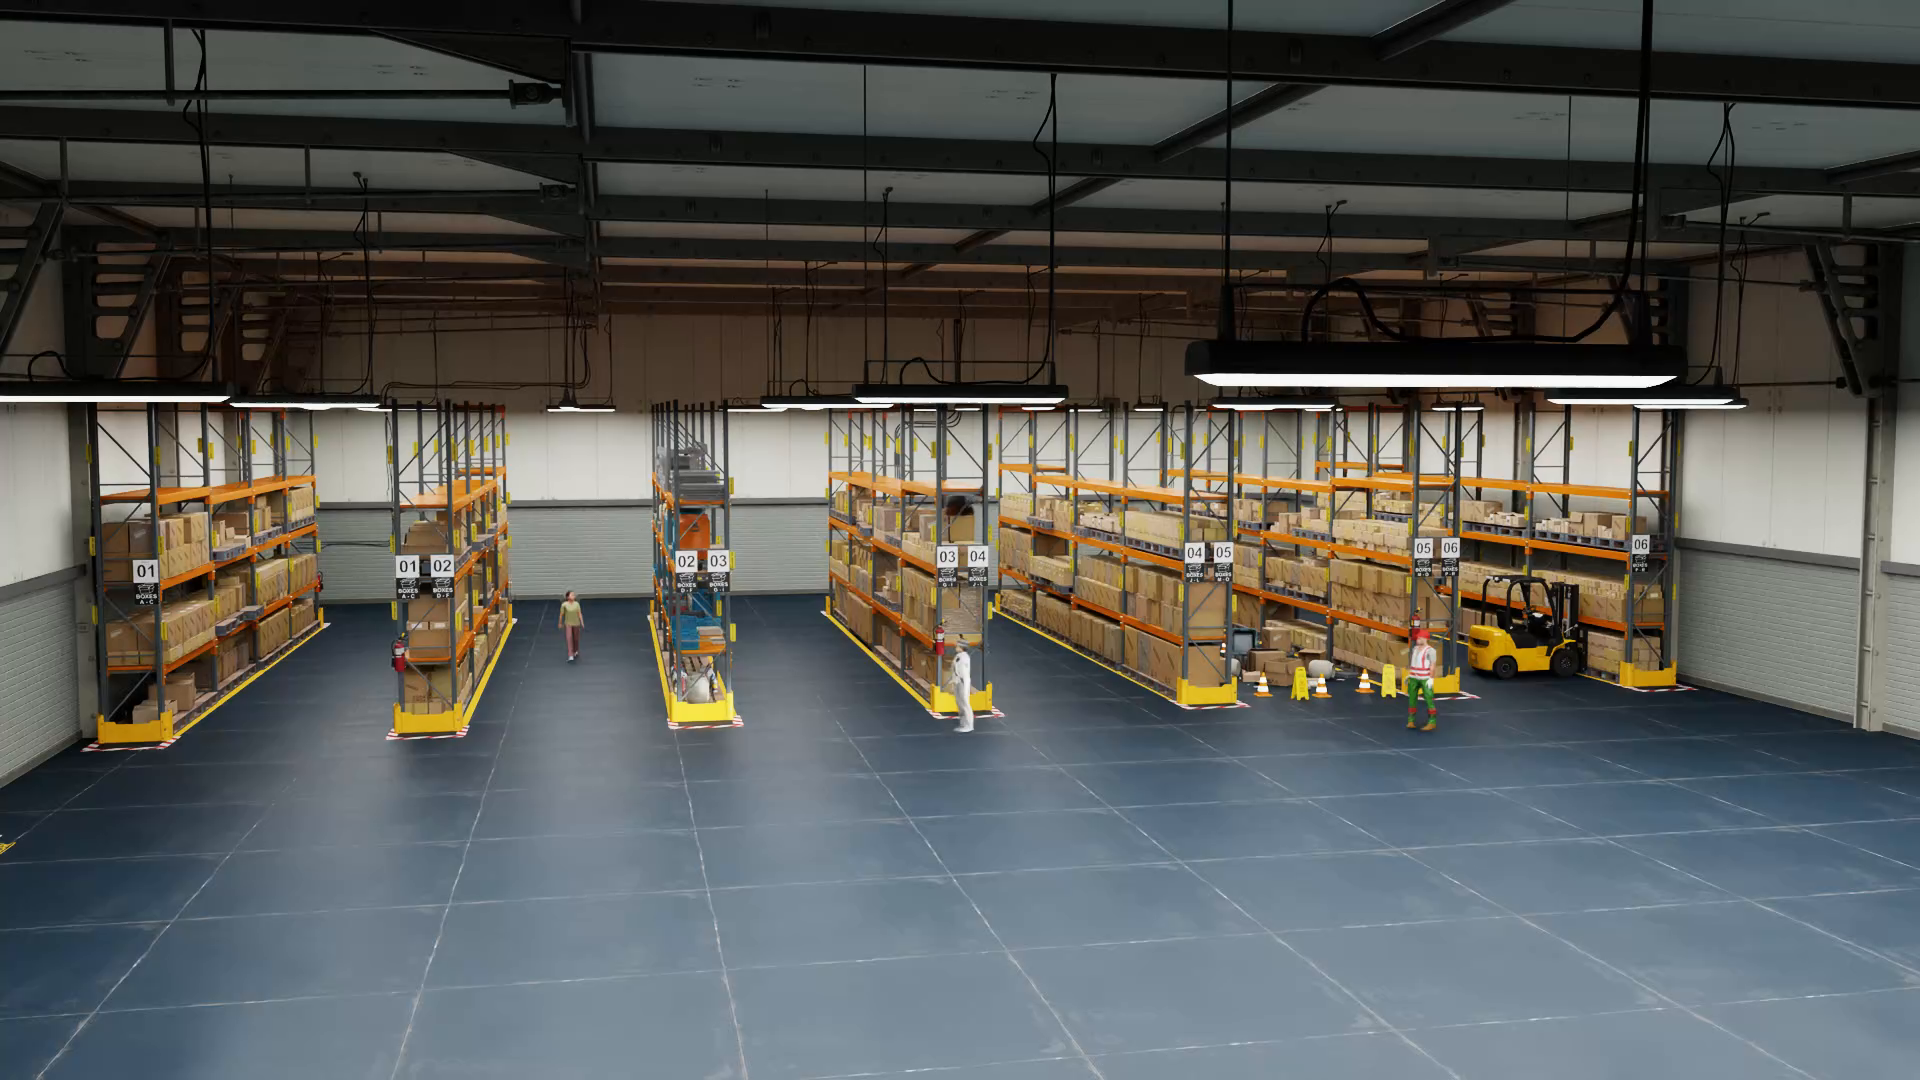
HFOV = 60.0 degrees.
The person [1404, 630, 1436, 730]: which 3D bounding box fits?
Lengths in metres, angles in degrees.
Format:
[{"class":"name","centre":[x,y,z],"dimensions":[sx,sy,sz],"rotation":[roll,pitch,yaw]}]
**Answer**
[{"class":"person","centre":[8.385,2.537,30.357],"dimensions":[0.606,1.786,0.457],"rotation":[4,6,42]}]

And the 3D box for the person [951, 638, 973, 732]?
[{"class":"person","centre":[0.023,2.633,30.013],"dimensions":[0.380,1.723,0.594],"rotation":[-2,5,-23]}]

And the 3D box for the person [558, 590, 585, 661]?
[{"class":"person","centre":[-9.090,1.985,38.888],"dimensions":[0.594,1.621,1.064],"rotation":[-1,4,-16]}]

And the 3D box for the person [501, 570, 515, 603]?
[{"class":"person","centre":[-12.862,1.290,46.923],"dimensions":[0.486,1.753,0.621],"rotation":[0,4,-1]}]
